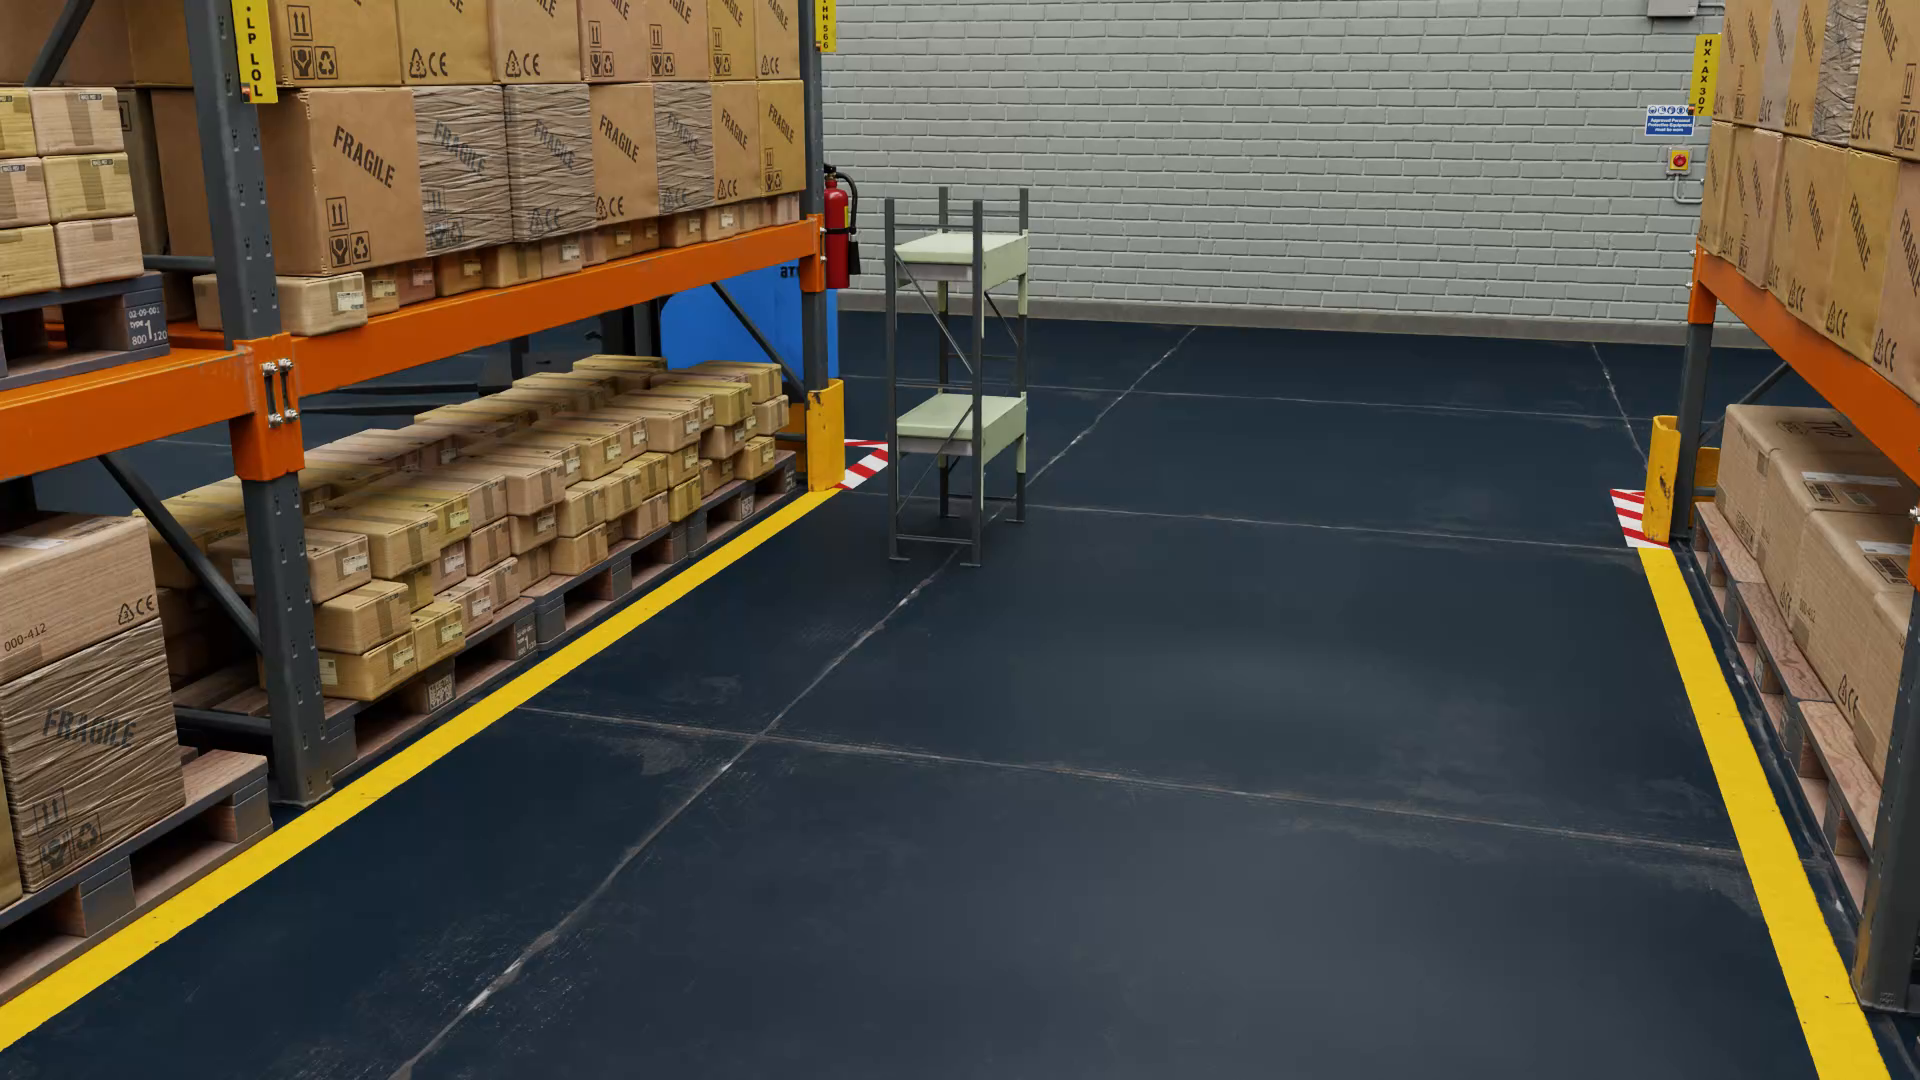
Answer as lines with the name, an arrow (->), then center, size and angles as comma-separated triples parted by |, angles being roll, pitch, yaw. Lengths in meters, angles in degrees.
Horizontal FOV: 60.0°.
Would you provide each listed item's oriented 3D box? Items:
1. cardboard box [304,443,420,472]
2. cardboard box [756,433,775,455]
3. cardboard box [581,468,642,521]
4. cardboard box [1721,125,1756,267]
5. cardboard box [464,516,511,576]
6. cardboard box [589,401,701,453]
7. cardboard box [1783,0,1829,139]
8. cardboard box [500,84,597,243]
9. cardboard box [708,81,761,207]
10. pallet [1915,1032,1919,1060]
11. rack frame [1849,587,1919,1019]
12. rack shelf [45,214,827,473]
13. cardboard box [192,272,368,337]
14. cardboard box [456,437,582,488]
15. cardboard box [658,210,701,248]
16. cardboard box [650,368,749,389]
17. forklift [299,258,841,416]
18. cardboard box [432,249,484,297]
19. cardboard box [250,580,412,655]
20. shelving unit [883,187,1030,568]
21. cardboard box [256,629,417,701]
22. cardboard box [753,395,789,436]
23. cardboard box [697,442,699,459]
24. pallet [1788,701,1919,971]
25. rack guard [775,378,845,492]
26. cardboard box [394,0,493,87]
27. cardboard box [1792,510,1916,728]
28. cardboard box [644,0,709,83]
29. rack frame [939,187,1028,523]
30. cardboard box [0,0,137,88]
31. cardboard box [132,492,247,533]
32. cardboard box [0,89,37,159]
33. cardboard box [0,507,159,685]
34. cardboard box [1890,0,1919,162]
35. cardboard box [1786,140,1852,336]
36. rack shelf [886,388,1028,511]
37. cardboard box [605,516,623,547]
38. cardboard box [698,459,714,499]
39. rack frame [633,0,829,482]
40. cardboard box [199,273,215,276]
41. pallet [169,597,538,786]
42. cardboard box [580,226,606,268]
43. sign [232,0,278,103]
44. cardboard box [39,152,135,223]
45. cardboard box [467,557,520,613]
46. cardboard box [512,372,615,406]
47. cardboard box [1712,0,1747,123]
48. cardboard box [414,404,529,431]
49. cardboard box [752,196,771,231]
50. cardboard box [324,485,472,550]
cardboard box -> -2.203, -0.245, 6.061 | 0.380, 0.149, 0.250 | 4, 16, 13
cardboard box -> -1.103, -0.463, 7.918 | 0.380, 0.149, 0.250 | 5, 17, 17
cardboard box -> -1.453, -0.187, 6.402 | 0.380, 0.149, 0.250 | 5, 17, 16
cardboard box -> 3.092, -1.239, 6.017 | 0.500, 0.500, 0.500 | 4, 16, 15
cardboard box -> -1.780, 0.007, 5.718 | 0.380, 0.149, 0.250 | 4, 16, 13
cardboard box -> -1.297, -0.468, 6.848 | 0.380, 0.149, 0.250 | 5, 17, 18
cardboard box -> 2.792, -1.453, 4.938 | 0.500, 0.500, 0.500 | 5, 17, 16
cardboard box -> -1.597, -1.300, 5.686 | 0.500, 0.500, 0.500 | 4, 16, 15
cardboard box -> -1.186, -1.705, 7.116 | 0.500, 0.500, 0.500 | 4, 16, 15
pallet -> 2.337, 1.167, 2.828 | 1.003, 0.211, 1.213 | 5, 16, 16
rack frame -> 2.484, -0.382, 3.180 | 1.000, 3.000, 0.127 | 5, 16, 16
rack shelf -> -1.722, -0.917, 6.383 | 1.077, 0.370, 4.000 | 5, 16, 16
cardboard box -> -1.896, -0.667, 4.646 | 0.380, 0.149, 0.250 | 5, 17, 18
cardboard box -> -1.633, -0.276, 6.169 | 0.380, 0.149, 0.250 | 4, 16, 14
cardboard box -> -1.292, -1.294, 6.854 | 0.380, 0.149, 0.250 | 4, 16, 13
cardboard box -> -1.188, -0.683, 7.606 | 0.380, 0.149, 0.250 | 5, 17, 17
forklift -> -2.247, -2.069, 9.252 | 3.031, 2.935, 1.130 | -3, 16, -12
cardboard box -> -1.786, -0.885, 5.414 | 0.380, 0.149, 0.250 | 4, 16, 13
cardboard box -> -1.880, 0.217, 4.978 | 0.380, 0.149, 0.250 | 5, 17, 18
shelving unit -> -0.002, -0.720, 7.119 | 0.431, 1.500, 0.755 | 5, 16, 16
cardboard box -> -1.879, 0.360, 5.019 | 0.380, 0.149, 0.250 | 4, 16, 13
cardboard box -> -1.030, -0.599, 7.855 | 0.380, 0.149, 0.250 | 4, 16, 14
cardboard box -> -1.351, -0.401, 7.156 | 0.380, 0.149, 0.250 | 4, 16, 15
pallet -> 2.775, 0.767, 4.240 | 1.003, 0.211, 1.213 | 5, 16, 16
rack guard -> -1.175, -0.564, 8.400 | 1.175, 0.500, 0.348 | 5, 16, 16
cardboard box -> -1.796, -1.648, 5.081 | 0.500, 0.500, 0.500 | 4, 16, 14
cardboard box -> 3.020, 0.258, 4.848 | 0.875, 0.438, 0.875 | 4, 16, 14
cardboard box -> -1.328, -2.050, 6.499 | 0.500, 0.500, 0.500 | 6, 17, 19
rack frame -> 0.102, -0.816, 7.456 | 0.400, 1.500, 0.023 | 5, 16, 16
cardboard box -> -2.416, -1.556, 4.756 | 0.500, 0.500, 0.500 | 4, 16, 14
cardboard box -> -2.404, -0.039, 5.336 | 0.380, 0.149, 0.250 | 5, 17, 17
cardboard box -> -2.293, -0.916, 3.664 | 0.380, 0.149, 0.250 | 4, 16, 14
cardboard box -> -2.260, 0.115, 3.865 | 0.500, 0.250, 0.500 | 4, 16, 14
cardboard box -> 2.354, -1.056, 3.540 | 0.500, 0.500, 0.500 | 4, 16, 15
cardboard box -> 2.641, -0.839, 4.607 | 0.500, 0.500, 0.500 | 4, 16, 15
rack shelf -> -0.002, -0.406, 7.208 | 0.431, 0.370, 0.720 | 5, 16, 16
cardboard box -> -1.548, -0.058, 6.490 | 0.380, 0.149, 0.250 | 5, 17, 17
cardboard box -> -1.295, -0.259, 7.202 | 0.380, 0.149, 0.250 | 5, 17, 16
rack frame -> -1.154, -1.786, 8.129 | 1.000, 3.000, 0.127 | 5, 16, 16
cardboard box -> -2.465, -0.787, 5.069 | 0.380, 0.149, 0.250 | 4, 16, 14
pallet -> -2.133, 0.424, 5.449 | 1.003, 0.211, 1.213 | 5, 16, 16
cardboard box -> -1.537, -1.089, 6.134 | 0.380, 0.149, 0.250 | 5, 17, 18
sign -> -1.757, -1.254, 4.133 | 0.100, 0.325, 0.005 | 5, 16, 16
cardboard box -> -2.214, -0.844, 3.955 | 0.380, 0.149, 0.250 | 5, 17, 18
cardboard box -> -1.758, 0.151, 5.756 | 0.380, 0.149, 0.250 | 4, 16, 15
cardboard box -> -1.786, -0.655, 7.505 | 0.380, 0.149, 0.250 | 5, 16, 16
cardboard box -> 3.212, -1.854, 6.354 | 0.500, 0.500, 0.500 | 4, 16, 15
cardboard box -> -1.983, -0.446, 6.770 | 0.380, 0.149, 0.250 | 5, 17, 17
cardboard box -> -1.082, -1.496, 7.566 | 0.380, 0.149, 0.250 | 5, 16, 16
cardboard box -> -1.834, -0.068, 5.436 | 0.380, 0.149, 0.250 | 4, 16, 15
